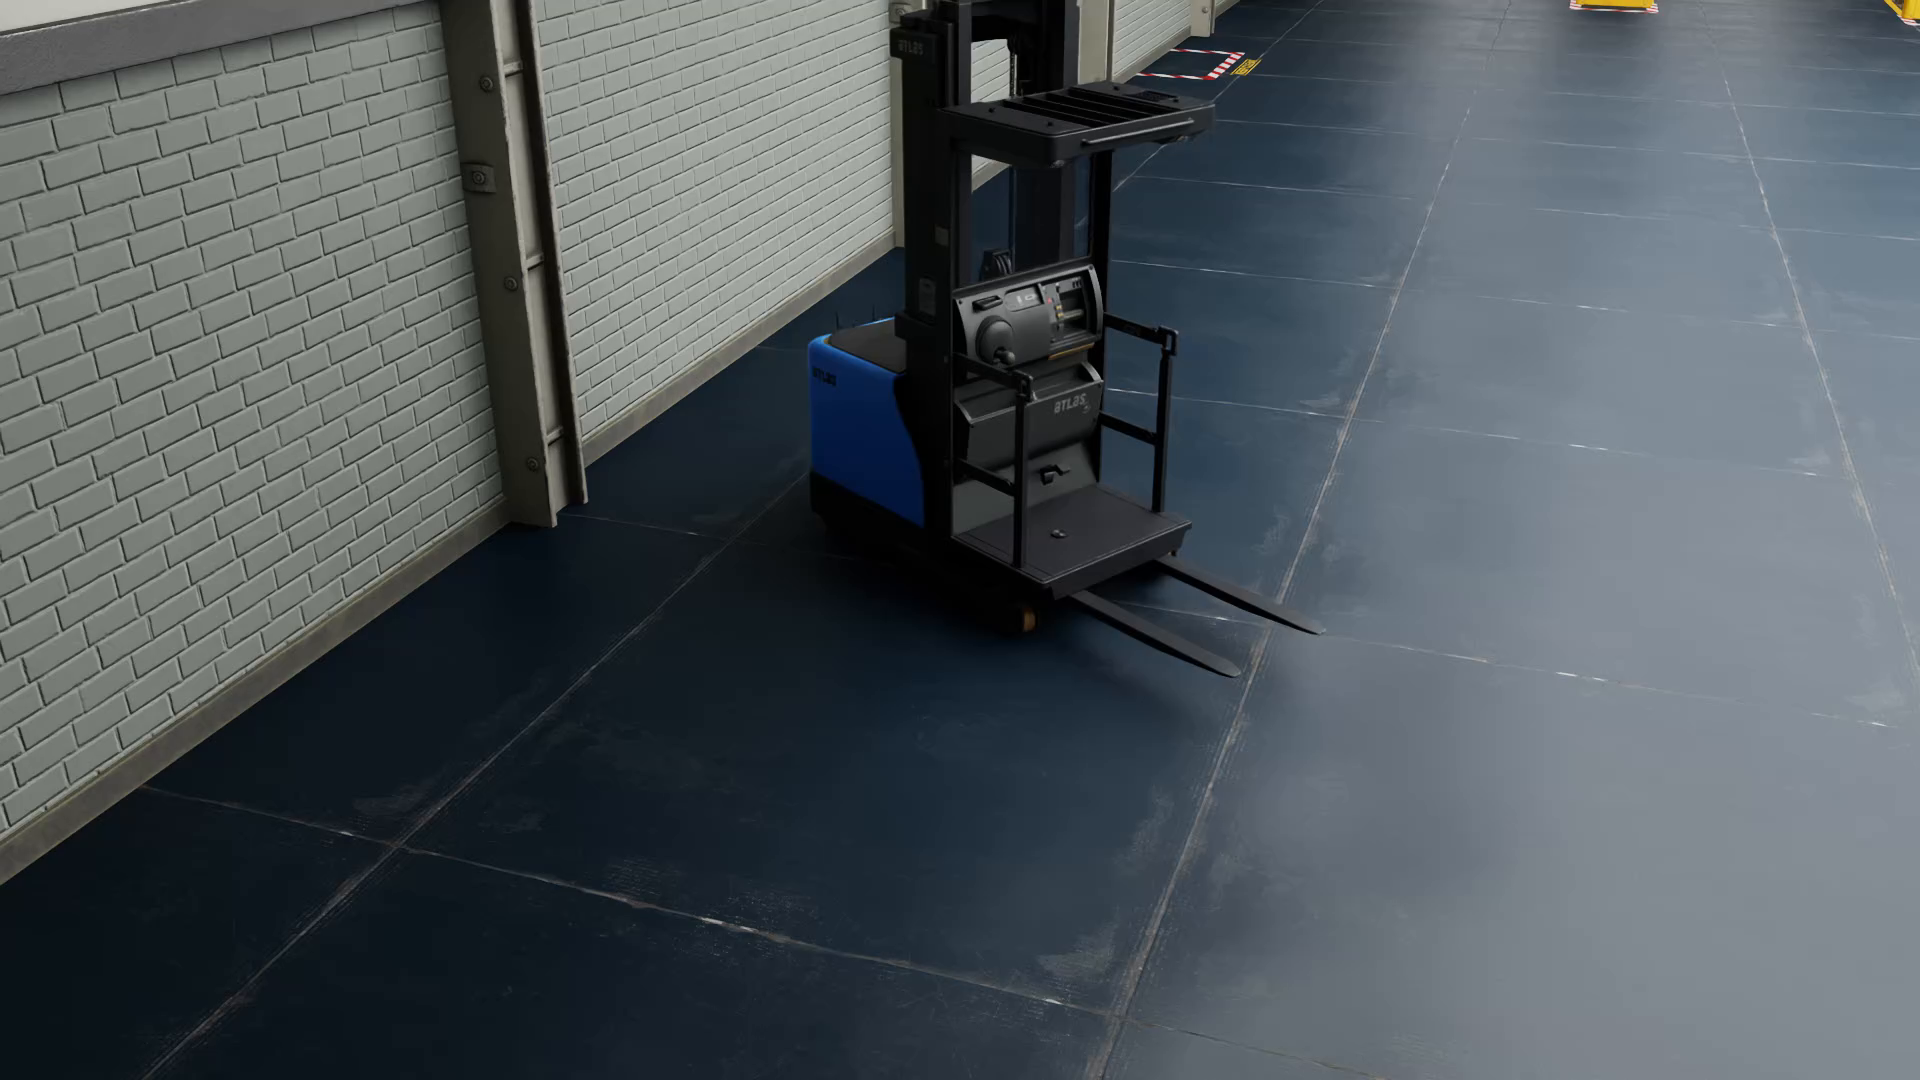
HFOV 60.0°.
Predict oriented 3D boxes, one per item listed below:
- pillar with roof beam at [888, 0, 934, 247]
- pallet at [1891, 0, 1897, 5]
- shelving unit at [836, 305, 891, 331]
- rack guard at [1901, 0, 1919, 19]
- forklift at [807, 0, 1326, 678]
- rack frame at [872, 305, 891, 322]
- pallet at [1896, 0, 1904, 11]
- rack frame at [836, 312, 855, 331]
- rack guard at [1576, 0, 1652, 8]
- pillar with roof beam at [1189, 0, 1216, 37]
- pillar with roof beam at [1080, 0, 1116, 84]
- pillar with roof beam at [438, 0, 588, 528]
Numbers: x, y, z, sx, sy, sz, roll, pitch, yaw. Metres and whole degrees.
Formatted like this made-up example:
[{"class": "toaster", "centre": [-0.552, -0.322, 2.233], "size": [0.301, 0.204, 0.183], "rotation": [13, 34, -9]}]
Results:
[{"class": "pillar with roof beam", "centre": [3.674, -6.064, 11.447], "size": [9.100, 9.000, 0.400], "rotation": [9, 27, 17]}, {"class": "pallet", "centre": [16.194, -9.151, 27.907], "size": [1.003, 0.211, 1.213], "rotation": [9, 27, 17]}, {"class": "shelving unit", "centre": [-0.543, -0.826, 9.741], "size": [0.252, 1.050, 0.215], "rotation": [-16, 28, -30]}, {"class": "rack guard", "centre": [15.511, -8.448, 26.124], "size": [1.175, 0.500, 0.348], "rotation": [9, 27, 17]}, {"class": "forklift", "centre": [0.493, -1.097, 8.153], "size": [1.130, 2.935, 3.031], "rotation": [-21, 33, -36]}, {"class": "rack frame", "centre": [-0.442, -0.855, 9.802], "size": [0.008, 1.050, 0.200], "rotation": [-16, 28, -30]}, {"class": "pallet", "centre": [15.786, -8.651, 26.875], "size": [1.003, 0.211, 1.213], "rotation": [9, 27, 17]}, {"class": "rack frame", "centre": [-0.644, -0.796, 9.679], "size": [0.008, 1.050, 0.200], "rotation": [-16, 28, -30]}, {"class": "rack guard", "centre": [10.852, -9.120, 27.512], "size": [1.175, 0.500, 0.348], "rotation": [9, 27, 17]}, {"class": "pillar with roof beam", "centre": [7.668, -10.995, 21.632], "size": [9.100, 9.000, 0.400], "rotation": [9, 27, 17]}, {"class": "pillar with roof beam", "centre": [5.671, -8.529, 16.540], "size": [9.100, 9.000, 0.400], "rotation": [9, 27, 17]}, {"class": "pillar with roof beam", "centre": [1.678, -3.598, 6.355], "size": [9.100, 9.000, 0.400], "rotation": [9, 27, 17]}]
